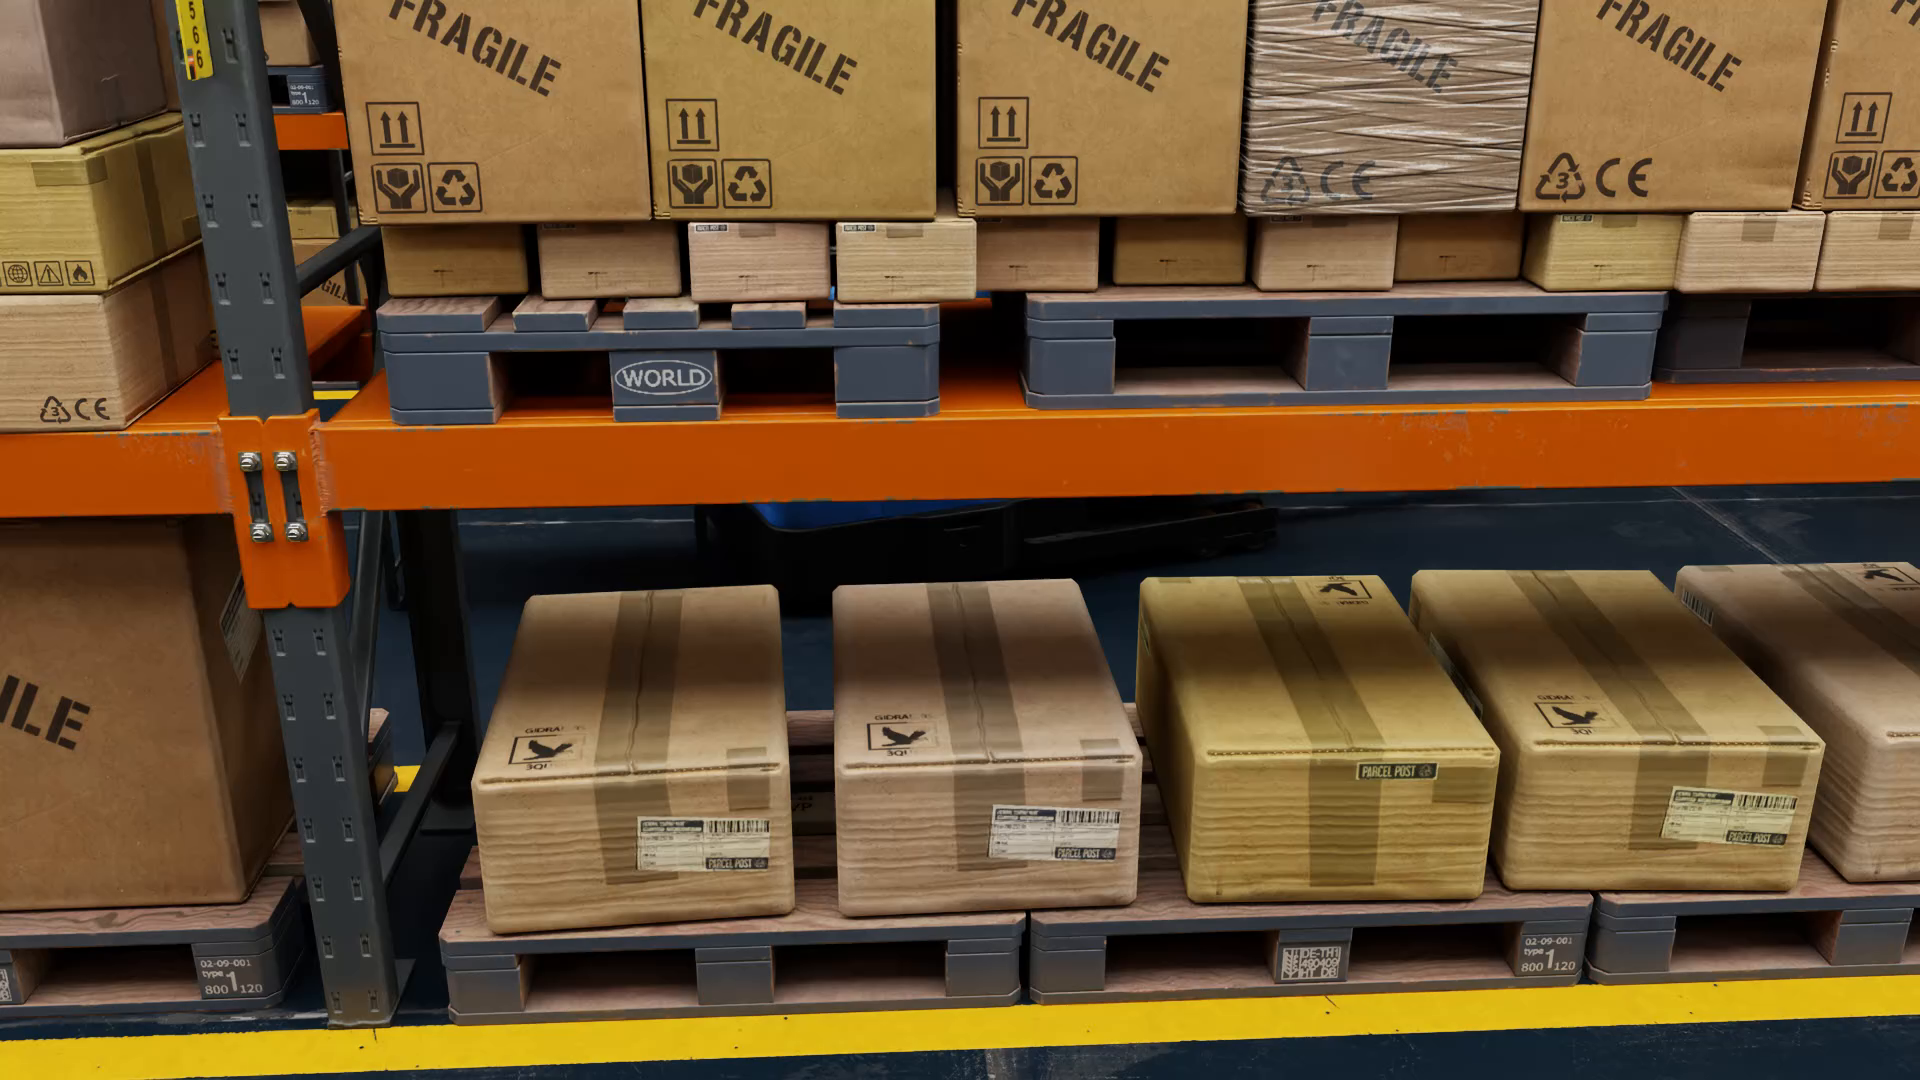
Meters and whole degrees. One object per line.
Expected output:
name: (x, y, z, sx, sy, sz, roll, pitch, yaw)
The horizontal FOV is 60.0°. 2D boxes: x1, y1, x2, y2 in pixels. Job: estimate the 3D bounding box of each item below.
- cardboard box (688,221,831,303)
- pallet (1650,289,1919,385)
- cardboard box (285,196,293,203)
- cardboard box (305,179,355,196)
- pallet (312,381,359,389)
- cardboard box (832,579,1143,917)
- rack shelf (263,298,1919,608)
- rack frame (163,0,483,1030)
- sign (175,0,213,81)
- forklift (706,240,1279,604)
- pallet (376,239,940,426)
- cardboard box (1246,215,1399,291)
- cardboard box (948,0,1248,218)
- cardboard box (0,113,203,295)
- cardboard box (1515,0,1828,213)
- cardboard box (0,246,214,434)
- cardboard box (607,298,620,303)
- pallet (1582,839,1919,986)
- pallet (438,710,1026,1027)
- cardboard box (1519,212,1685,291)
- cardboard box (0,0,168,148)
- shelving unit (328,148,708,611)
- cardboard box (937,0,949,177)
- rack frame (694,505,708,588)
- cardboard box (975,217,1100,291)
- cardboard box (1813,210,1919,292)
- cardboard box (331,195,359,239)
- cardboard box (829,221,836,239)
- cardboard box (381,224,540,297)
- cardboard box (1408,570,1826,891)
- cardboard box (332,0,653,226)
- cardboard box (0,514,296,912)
cardboard box: (-0.381, -0.566, 3.155, 0.250, 0.149, 0.380, -3, 21, -7)
pallet: (1.946, -0.591, 3.728, 1.213, 0.211, 1.003, -1, 21, -3)
cardboard box: (-3.367, -1.541, 7.964, 0.250, 0.149, 0.380, -2, 21, -6)
cardboard box: (-3.147, -1.734, 8.470, 0.250, 0.149, 0.380, -2, 21, -4)
pallet: (-3.526, -0.998, 8.446, 1.213, 0.211, 1.003, -1, 21, -3)
cardboard box: (0.025, 0.442, 3.846, 0.625, 0.372, 0.950, -2, 21, -4)
rack shelf: (0.721, -0.268, 3.620, 4.000, 0.370, 1.077, -1, 21, -3)
rack frame: (-1.276, -0.564, 3.385, 0.127, 3.000, 1.000, -1, 21, -3)
sign: (-1.241, -0.908, 2.662, 0.005, 0.325, 0.100, -1, 21, -3)
forklift: (0.608, -1.475, 5.876, 3.031, 2.935, 1.130, -8, 22, -21)
pallet: (-0.571, -0.526, 3.557, 1.003, 0.211, 1.213, -1, 21, -3)
cardboard box: (0.675, -0.599, 3.240, 0.250, 0.149, 0.380, -1, 21, -1)
cardboard box: (0.236, -0.899, 3.117, 0.500, 0.500, 0.500, -1, 21, -2)
cardboard box: (-1.745, -0.627, 3.060, 0.500, 0.250, 0.500, -1, 21, -3)
cardboard box: (1.259, -0.917, 3.165, 0.500, 0.500, 0.500, 0, 21, -1)
cardboard box: (-1.766, -0.391, 3.143, 0.500, 0.250, 0.500, -2, 21, -5)
cardboard box: (-1.973, -1.270, 8.163, 0.500, 0.500, 0.500, -1, 21, -1)
pallet: (1.940, 0.675, 4.052, 1.213, 0.211, 1.003, -1, 21, -3)
pallet: (-0.496, 0.724, 3.922, 1.213, 0.211, 1.003, -1, 21, -3)
cardboard box: (1.200, -0.600, 3.243, 0.250, 0.149, 0.380, -1, 21, -3)
cardboard box: (-1.777, -0.974, 2.918, 0.500, 0.500, 0.500, -2, 21, -5)
shelving unit: (-1.409, -0.581, 5.539, 1.048, 1.500, 0.538, -3, 21, -8)
cardboard box: (0.181, -1.079, 3.590, 0.500, 0.500, 0.500, -3, 21, -7)
rack frame: (-0.906, -0.607, 5.608, 0.032, 1.500, 0.500, -3, 21, -8)
cardboard box: (0.131, -0.597, 3.236, 0.250, 0.149, 0.380, 0, 21, 0)
cardboard box: (1.700, -0.598, 3.239, 0.250, 0.149, 0.380, -2, 21, -4)
cardboard box: (-2.844, -1.562, 8.020, 0.250, 0.149, 0.380, -1, 21, -1)
cardboard box: (-0.198, -0.787, 3.736, 0.250, 0.149, 0.380, -2, 21, -6)
cardboard box: (-0.941, -0.583, 3.199, 0.250, 0.149, 0.380, -2, 21, -6)
cardboard box: (1.476, 0.414, 3.920, 0.625, 0.372, 0.950, 0, 21, 0)
cardboard box: (-0.813, -0.872, 3.048, 0.500, 0.500, 0.500, -2, 21, -5)
cardboard box: (-1.970, 0.218, 3.729, 0.875, 0.875, 0.875, -1, 21, -4)
